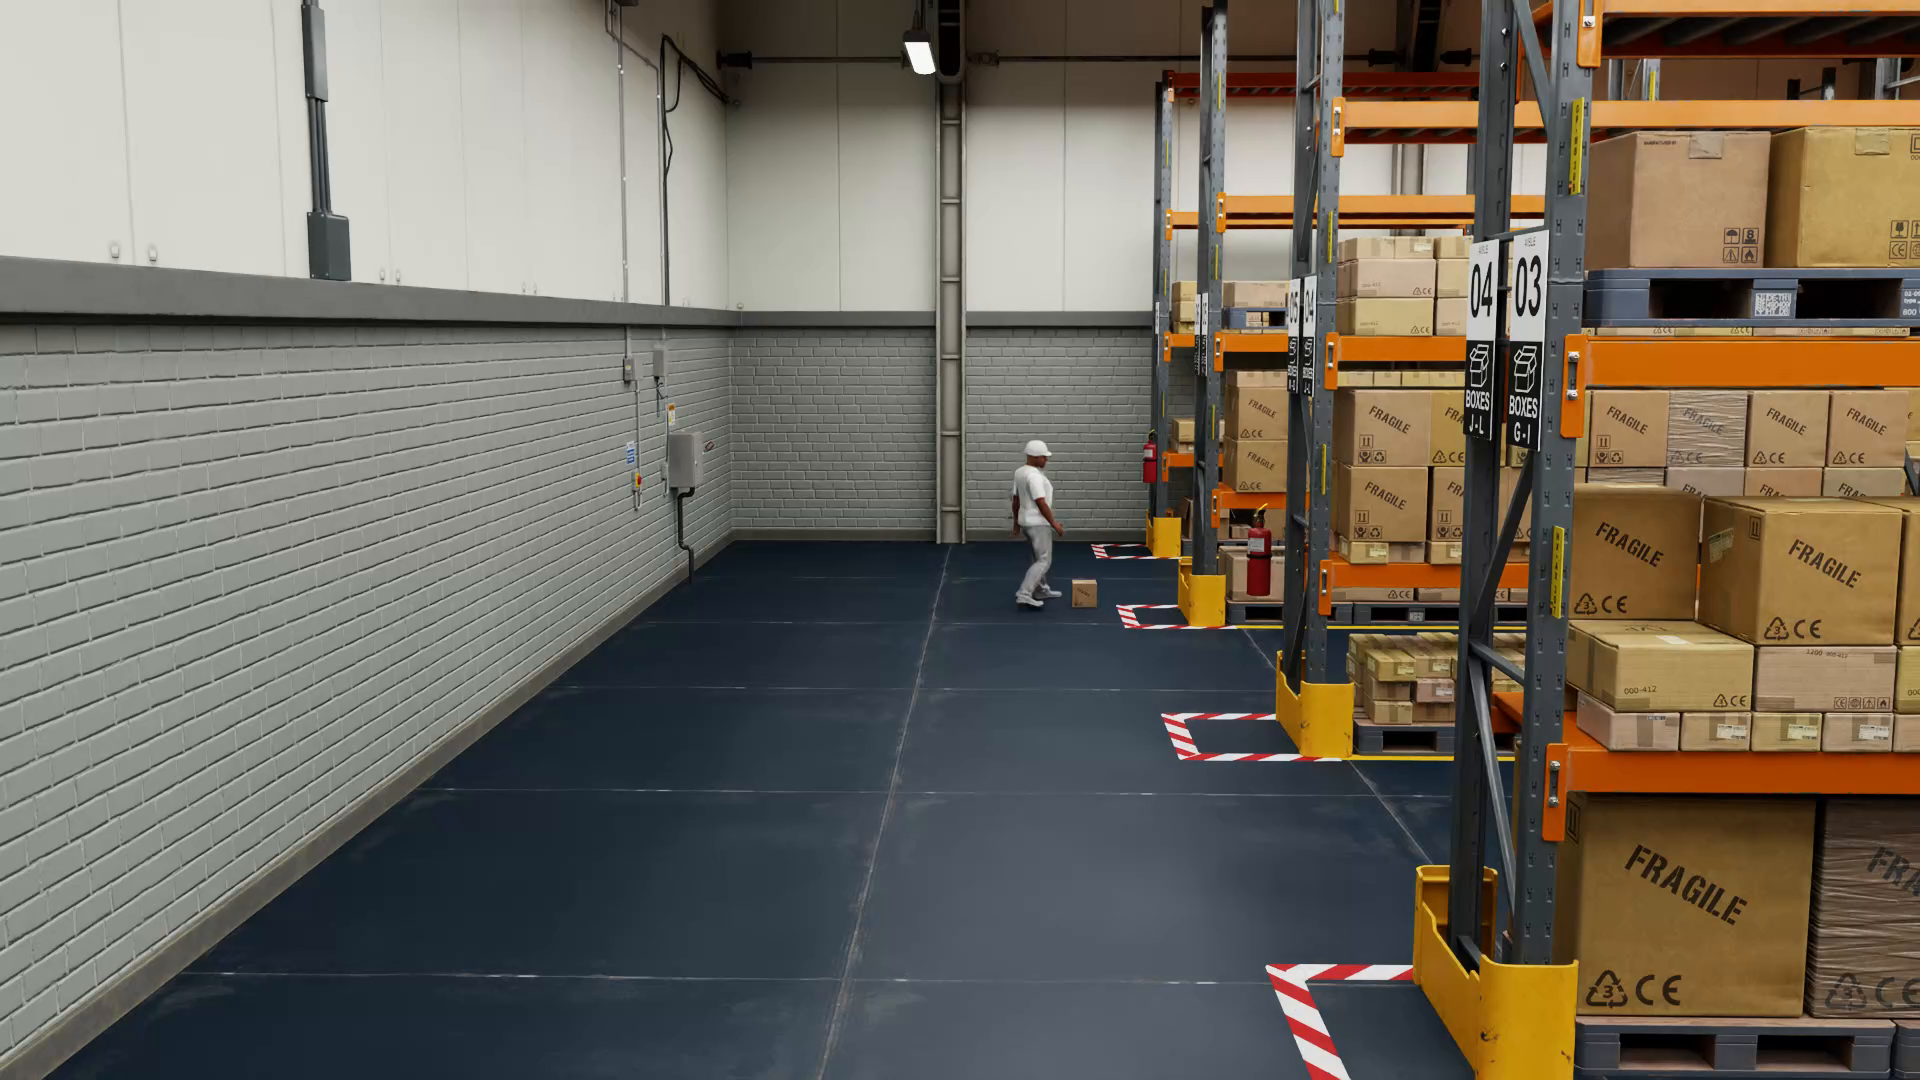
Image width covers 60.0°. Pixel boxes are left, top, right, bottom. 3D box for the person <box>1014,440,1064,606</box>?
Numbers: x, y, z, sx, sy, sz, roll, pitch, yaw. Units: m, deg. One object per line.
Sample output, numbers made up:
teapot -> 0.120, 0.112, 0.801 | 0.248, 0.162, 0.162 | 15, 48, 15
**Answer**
person -> 0.839, -0.181, 17.275 | 0.739, 1.729, 0.756 | -2, 7, -16
